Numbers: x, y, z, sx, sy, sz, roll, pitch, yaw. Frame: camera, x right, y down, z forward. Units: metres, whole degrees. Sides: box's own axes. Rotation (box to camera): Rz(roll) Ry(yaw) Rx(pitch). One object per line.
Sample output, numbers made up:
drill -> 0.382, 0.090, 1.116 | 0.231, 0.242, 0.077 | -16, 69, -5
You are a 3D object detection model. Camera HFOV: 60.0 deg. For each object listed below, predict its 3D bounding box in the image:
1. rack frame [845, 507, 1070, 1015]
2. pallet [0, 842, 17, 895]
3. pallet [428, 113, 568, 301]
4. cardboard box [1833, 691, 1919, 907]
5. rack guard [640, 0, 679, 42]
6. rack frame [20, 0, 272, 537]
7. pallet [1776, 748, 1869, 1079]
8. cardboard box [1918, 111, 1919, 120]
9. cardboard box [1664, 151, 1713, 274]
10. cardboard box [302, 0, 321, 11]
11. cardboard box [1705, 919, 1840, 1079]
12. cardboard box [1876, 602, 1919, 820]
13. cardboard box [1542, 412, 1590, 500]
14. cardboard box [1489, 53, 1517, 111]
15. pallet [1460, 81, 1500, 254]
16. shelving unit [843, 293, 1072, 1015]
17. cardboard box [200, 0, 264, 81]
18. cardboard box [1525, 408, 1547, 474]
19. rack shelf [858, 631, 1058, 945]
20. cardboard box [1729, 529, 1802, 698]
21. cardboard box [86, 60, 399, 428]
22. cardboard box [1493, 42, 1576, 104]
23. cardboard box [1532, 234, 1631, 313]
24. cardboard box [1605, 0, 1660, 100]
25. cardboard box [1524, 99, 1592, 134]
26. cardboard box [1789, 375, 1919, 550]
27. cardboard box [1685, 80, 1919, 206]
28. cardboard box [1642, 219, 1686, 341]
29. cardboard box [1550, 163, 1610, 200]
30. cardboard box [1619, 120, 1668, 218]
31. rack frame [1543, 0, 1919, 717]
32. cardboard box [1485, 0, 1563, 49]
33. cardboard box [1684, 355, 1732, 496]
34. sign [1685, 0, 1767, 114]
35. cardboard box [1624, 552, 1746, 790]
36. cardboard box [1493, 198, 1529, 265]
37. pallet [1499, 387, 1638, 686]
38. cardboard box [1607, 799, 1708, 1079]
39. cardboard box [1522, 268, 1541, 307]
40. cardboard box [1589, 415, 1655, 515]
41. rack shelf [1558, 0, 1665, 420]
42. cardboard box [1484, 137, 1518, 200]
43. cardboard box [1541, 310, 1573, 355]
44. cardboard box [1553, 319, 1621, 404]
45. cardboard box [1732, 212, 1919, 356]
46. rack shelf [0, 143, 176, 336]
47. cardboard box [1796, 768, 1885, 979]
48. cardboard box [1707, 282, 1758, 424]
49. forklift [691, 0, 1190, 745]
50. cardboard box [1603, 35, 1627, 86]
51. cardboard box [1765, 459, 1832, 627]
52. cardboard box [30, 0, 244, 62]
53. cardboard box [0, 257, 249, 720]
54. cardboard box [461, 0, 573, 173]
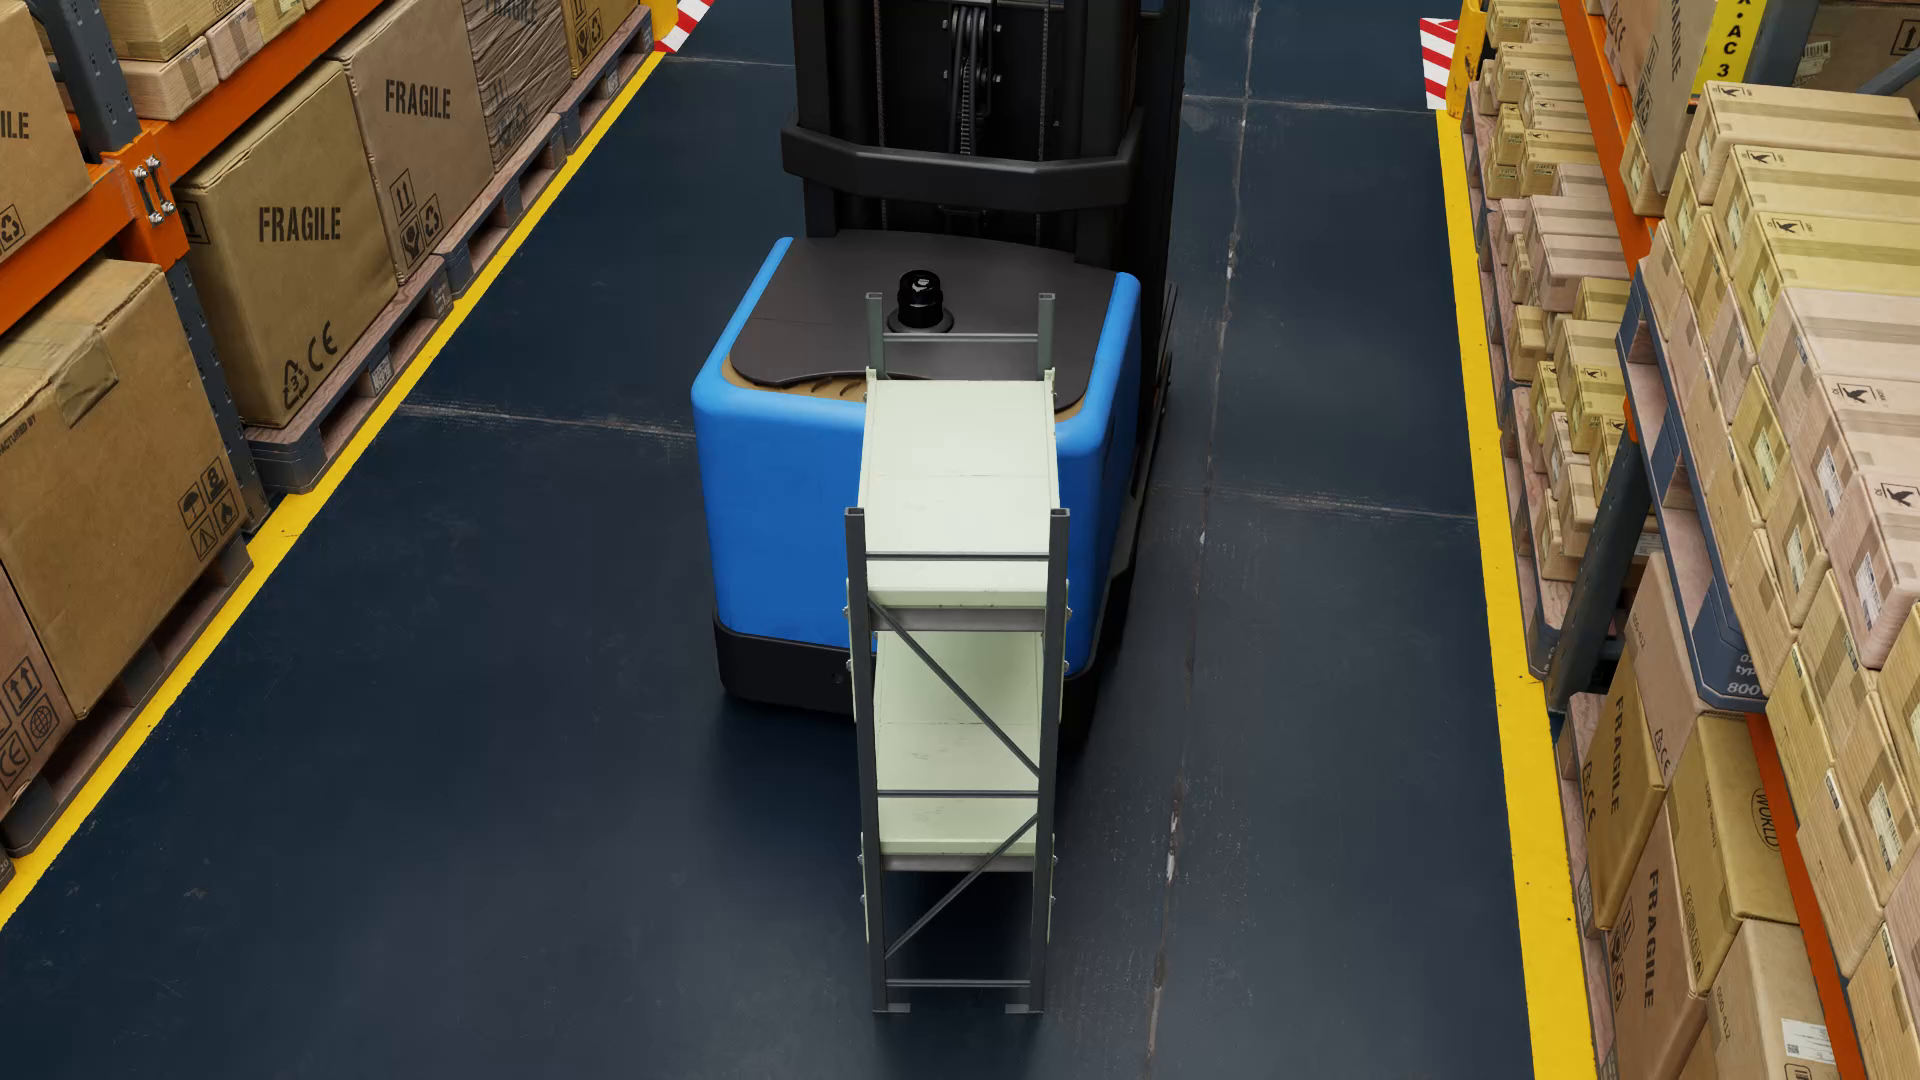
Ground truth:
rack frame -> -0.005, 0.527, 3.435 | 0.400, 1.500, 0.023 | 0, 40, 0
pallet -> -2.987, 1.074, 3.786 | 1.003, 0.211, 1.213 | 6, 40, 8
pallet -> -2.302, -1.423, 6.806 | 1.003, 0.211, 1.213 | 6, 40, 8
cardboard box -> 1.359, 0.347, 2.110 | 0.380, 0.149, 0.250 | 6, 40, 7
rack guard -> -2.023, -2.824, 8.273 | 1.175, 0.500, 0.348 | 6, 40, 8
rack frame -> -2.719, -1.262, 4.422 | 1.000, 3.000, 0.127 | 6, 40, 8
pallet -> 1.758, 0.686, 2.217 | 1.003, 0.211, 1.213 | 6, 40, 8
cardboard box -> 2.482, -1.087, 3.899 | 0.500, 0.500, 0.500 | 6, 40, 7
cardboard box -> 1.627, -0.634, 3.297 | 0.380, 0.149, 0.250 | 7, 40, 8
cardboard box -> -2.206, -1.809, 5.281 | 0.380, 0.149, 0.250 | 5, 40, 6
cardboard box -> 1.578, 0.950, 2.791 | 0.500, 0.250, 0.500 | 8, 40, 9
cardboard box -> 1.361, 0.232, 2.016 | 0.380, 0.149, 0.250 | 8, 40, 9
cardboard box -> 1.924, -0.233, 4.852 | 0.380, 0.149, 0.250 | 5, 40, 6
cardboard box -> 2.394, -1.873, 6.836 | 0.380, 0.149, 0.250 | 6, 40, 7
pallet -> 2.652, -1.533, 6.939 | 1.003, 0.211, 1.213 | 6, 40, 8
shelving unit -> -0.002, 0.294, 3.717 | 0.431, 1.500, 0.755 | 0, 40, 0
cardboard box -> -2.295, -1.479, 4.881 | 0.380, 0.149, 0.250 | 5, 40, 6
cardboard box -> 1.990, -0.325, 5.197 | 0.380, 0.149, 0.250 | 5, 40, 6
rack shelf -> -0.002, 0.546, 3.925 | 0.431, 0.370, 0.720 | 0, 40, 0
cardboard box -> 1.450, 0.129, 2.608 | 0.380, 0.149, 0.250 | 5, 40, 6
cardboard box -> -2.526, -1.010, 5.455 | 0.875, 0.875, 0.875 | 6, 40, 8
cardboard box -> 2.316, -1.832, 6.553 | 0.380, 0.149, 0.250 | 6, 40, 8
cardboard box -> 2.072, -0.852, 5.367 | 0.380, 0.149, 0.250 | 5, 40, 6
cardboard box -> 2.045, -1.465, 4.356 | 0.500, 0.500, 0.500 | 5, 40, 6
cardboard box -> 2.298, -1.495, 6.145 | 0.380, 0.149, 0.250 | 8, 40, 9
cardboard box -> 1.449, -0.096, 2.412 | 0.380, 0.149, 0.250 | 6, 40, 7
cardboard box -> 1.627, -0.749, 3.203 | 0.380, 0.149, 0.250 | 8, 40, 10
cardboard box -> 1.627, -0.520, 3.392 | 0.380, 0.149, 0.250 | 5, 40, 6
cardboard box -> 2.258, -1.166, 5.747 | 0.380, 0.149, 0.250 | 6, 40, 8
cardboard box -> 1.904, -0.933, 4.222 | 0.380, 0.149, 0.250 | 5, 40, 6
rack frame -> 2.148, -0.651, 3.684 | 1.000, 3.000, 0.127 | 6, 40, 8
cardboard box -> 2.415, -2.163, 6.953 | 0.380, 0.149, 0.250 | 5, 40, 6
cardboard box -> 1.538, -0.189, 2.992 | 0.380, 0.149, 0.250 | 7, 40, 8
sign -> 1.613, -1.040, 3.474 | 0.100, 0.325, 0.005 | 6, 40, 8
cardboard box -> 1.760, 0.296, 3.582 | 0.500, 0.250, 0.500 | 5, 40, 6
cardboard box -> 2.202, -1.136, 6.177 | 0.380, 0.149, 0.250 | 5, 40, 6
pallet -> 2.230, -0.002, 5.087 | 1.003, 0.211, 1.213 | 6, 40, 8
cardboard box -> 1.669, 0.917, 3.419 | 0.500, 0.500, 0.500 | 8, 40, 10
cardboard box -> 2.171, -0.804, 5.776 | 0.380, 0.149, 0.250 | 7, 40, 9
cardboard box -> 1.953, -0.196, 4.573 | 0.380, 0.149, 0.250 | 7, 40, 9
rack shelf -> 2.494, -1.629, 5.431 | 1.077, 0.370, 4.000 | 6, 40, 8
cardboard box -> 2.281, -1.453, 6.561 | 0.380, 0.149, 0.250 | 7, 40, 8
cardboard box -> 2.118, -0.712, 5.431 | 0.380, 0.149, 0.250 | 7, 40, 9
cardboard box -> 1.995, -0.517, 4.963 | 0.380, 0.149, 0.250 | 6, 40, 7
cardboard box -> 1.538, -0.413, 2.796 | 0.380, 0.149, 0.250 | 7, 40, 8
rack shelf -> -3.065, 0.271, 3.133 | 1.077, 0.370, 4.000 | 6, 40, 8
cardboard box -> 1.360, 0.458, 2.209 | 0.380, 0.149, 0.250 | 5, 40, 6
cardboard box -> 1.540, -0.310, 2.904 | 0.380, 0.149, 0.250 | 7, 40, 9
forklift -> 0.129, -1.523, 4.791 | 1.130, 2.935, 3.031 | 8, 40, 9
cardboard box -> 2.096, -1.427, 4.819 | 0.380, 0.149, 0.250 | 5, 40, 6
cardboard box -> 1.451, 0.023, 2.502 | 0.380, 0.149, 0.250 | 8, 40, 9
cardboard box -> -2.380, -1.584, 4.697 | 0.500, 0.250, 0.500 | 6, 40, 7
cardboard box -> -2.810, -0.201, 4.477 | 1.225, 0.875, 0.875 | 7, 40, 8
cardboard box -> -2.217, -2.133, 6.814 | 0.875, 0.875, 0.875 | 6, 40, 8
